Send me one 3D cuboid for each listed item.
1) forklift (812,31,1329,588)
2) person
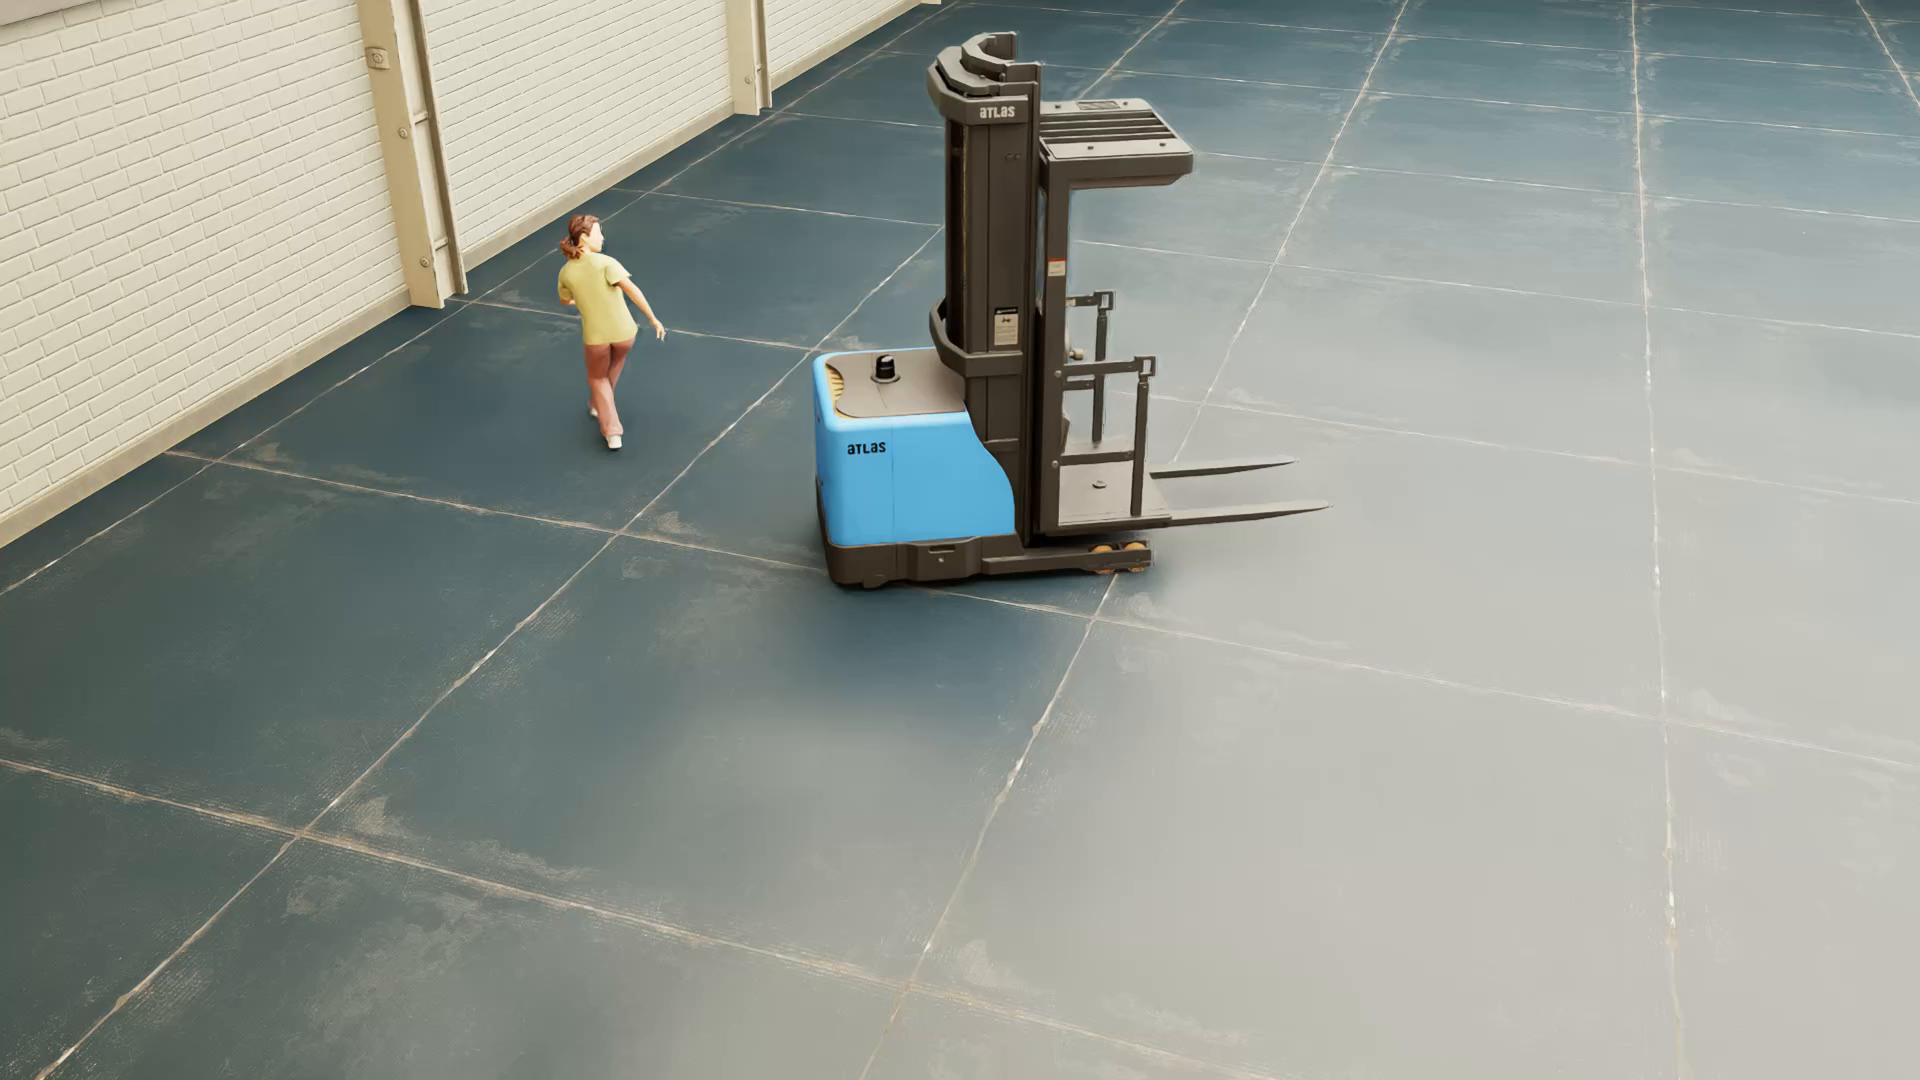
[{"bbox_3d":[0.677,-1.327,9.464,3.031,2.935,1.130,-5,30,-8],"label":"forklift"},{"bbox_3d":[-2.303,-1.433,11.083,0.695,1.519,0.749,-3,30,-5],"label":"person"}]
